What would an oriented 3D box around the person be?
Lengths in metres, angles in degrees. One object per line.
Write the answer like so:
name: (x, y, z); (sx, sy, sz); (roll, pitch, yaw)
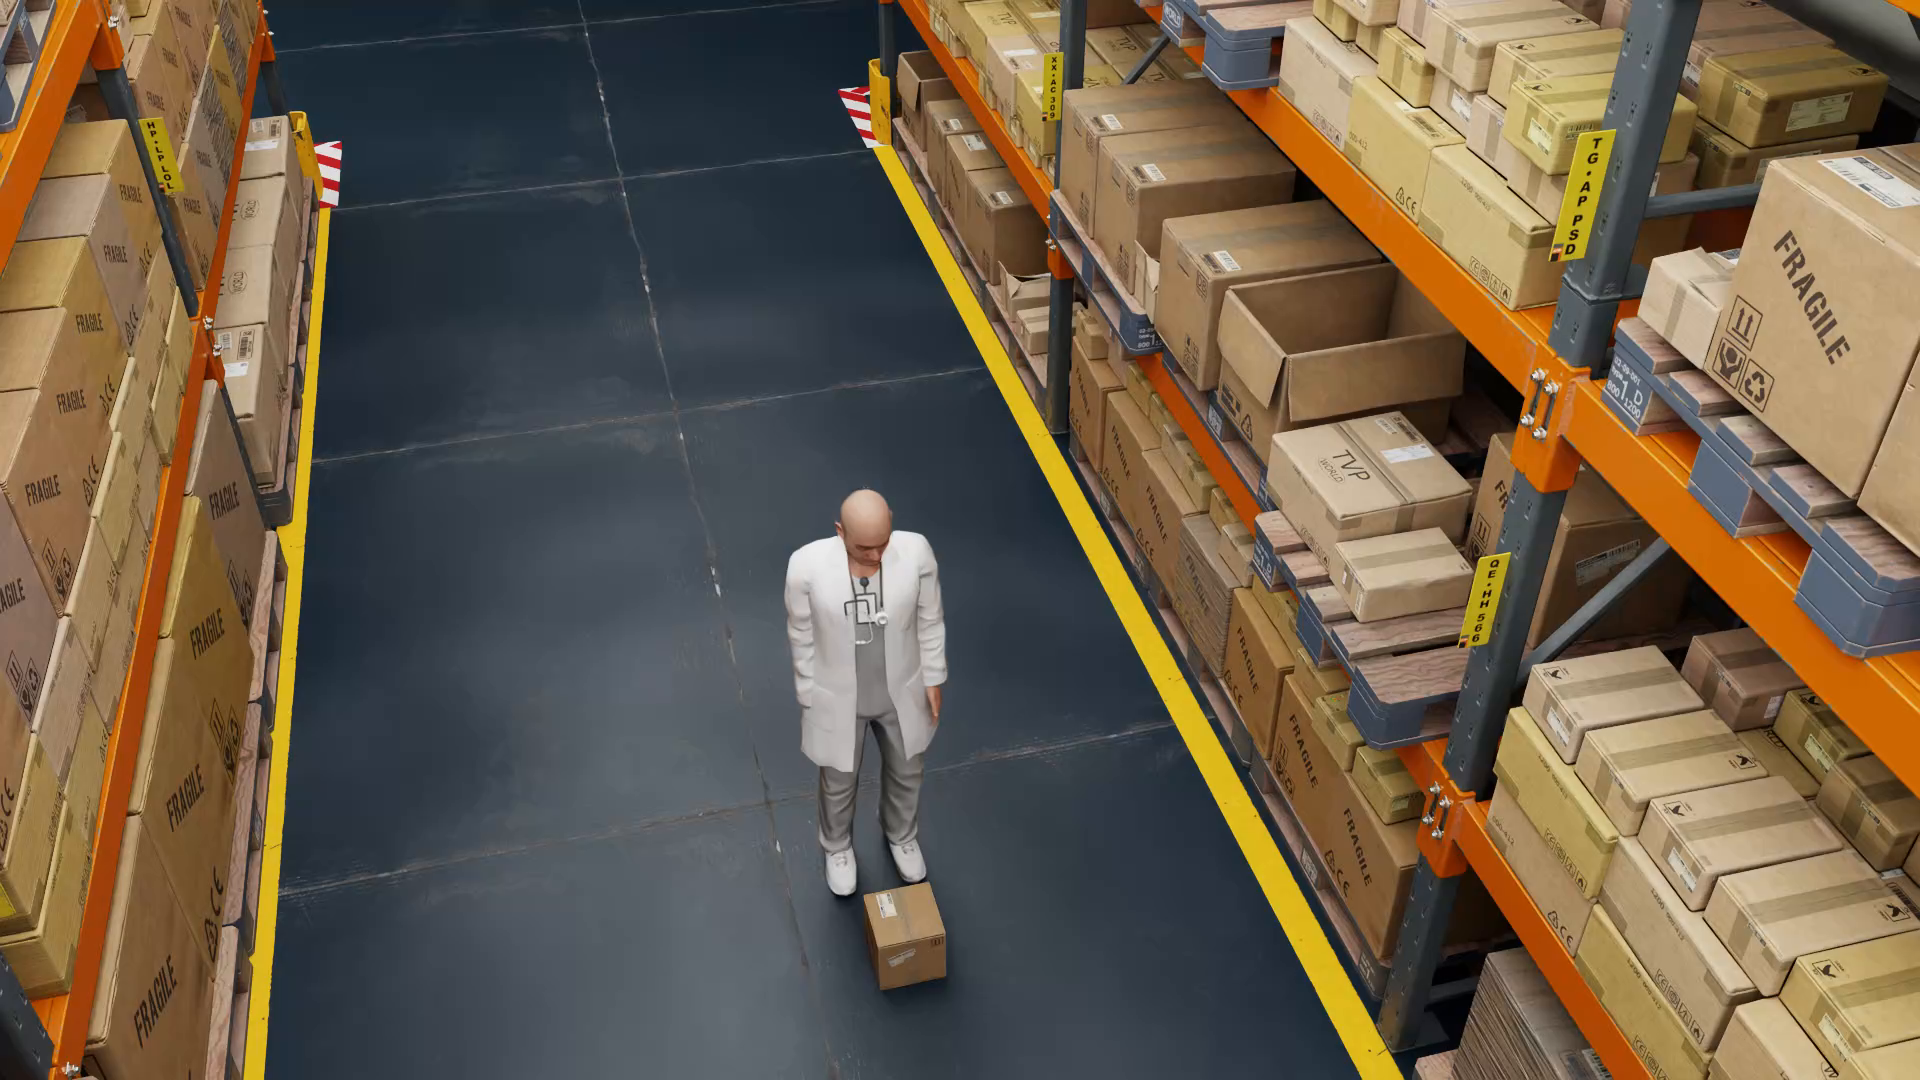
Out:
person: (-0.318, 0.552, 6.025); (0.564, 1.770, 0.377); (-9, 39, -11)
